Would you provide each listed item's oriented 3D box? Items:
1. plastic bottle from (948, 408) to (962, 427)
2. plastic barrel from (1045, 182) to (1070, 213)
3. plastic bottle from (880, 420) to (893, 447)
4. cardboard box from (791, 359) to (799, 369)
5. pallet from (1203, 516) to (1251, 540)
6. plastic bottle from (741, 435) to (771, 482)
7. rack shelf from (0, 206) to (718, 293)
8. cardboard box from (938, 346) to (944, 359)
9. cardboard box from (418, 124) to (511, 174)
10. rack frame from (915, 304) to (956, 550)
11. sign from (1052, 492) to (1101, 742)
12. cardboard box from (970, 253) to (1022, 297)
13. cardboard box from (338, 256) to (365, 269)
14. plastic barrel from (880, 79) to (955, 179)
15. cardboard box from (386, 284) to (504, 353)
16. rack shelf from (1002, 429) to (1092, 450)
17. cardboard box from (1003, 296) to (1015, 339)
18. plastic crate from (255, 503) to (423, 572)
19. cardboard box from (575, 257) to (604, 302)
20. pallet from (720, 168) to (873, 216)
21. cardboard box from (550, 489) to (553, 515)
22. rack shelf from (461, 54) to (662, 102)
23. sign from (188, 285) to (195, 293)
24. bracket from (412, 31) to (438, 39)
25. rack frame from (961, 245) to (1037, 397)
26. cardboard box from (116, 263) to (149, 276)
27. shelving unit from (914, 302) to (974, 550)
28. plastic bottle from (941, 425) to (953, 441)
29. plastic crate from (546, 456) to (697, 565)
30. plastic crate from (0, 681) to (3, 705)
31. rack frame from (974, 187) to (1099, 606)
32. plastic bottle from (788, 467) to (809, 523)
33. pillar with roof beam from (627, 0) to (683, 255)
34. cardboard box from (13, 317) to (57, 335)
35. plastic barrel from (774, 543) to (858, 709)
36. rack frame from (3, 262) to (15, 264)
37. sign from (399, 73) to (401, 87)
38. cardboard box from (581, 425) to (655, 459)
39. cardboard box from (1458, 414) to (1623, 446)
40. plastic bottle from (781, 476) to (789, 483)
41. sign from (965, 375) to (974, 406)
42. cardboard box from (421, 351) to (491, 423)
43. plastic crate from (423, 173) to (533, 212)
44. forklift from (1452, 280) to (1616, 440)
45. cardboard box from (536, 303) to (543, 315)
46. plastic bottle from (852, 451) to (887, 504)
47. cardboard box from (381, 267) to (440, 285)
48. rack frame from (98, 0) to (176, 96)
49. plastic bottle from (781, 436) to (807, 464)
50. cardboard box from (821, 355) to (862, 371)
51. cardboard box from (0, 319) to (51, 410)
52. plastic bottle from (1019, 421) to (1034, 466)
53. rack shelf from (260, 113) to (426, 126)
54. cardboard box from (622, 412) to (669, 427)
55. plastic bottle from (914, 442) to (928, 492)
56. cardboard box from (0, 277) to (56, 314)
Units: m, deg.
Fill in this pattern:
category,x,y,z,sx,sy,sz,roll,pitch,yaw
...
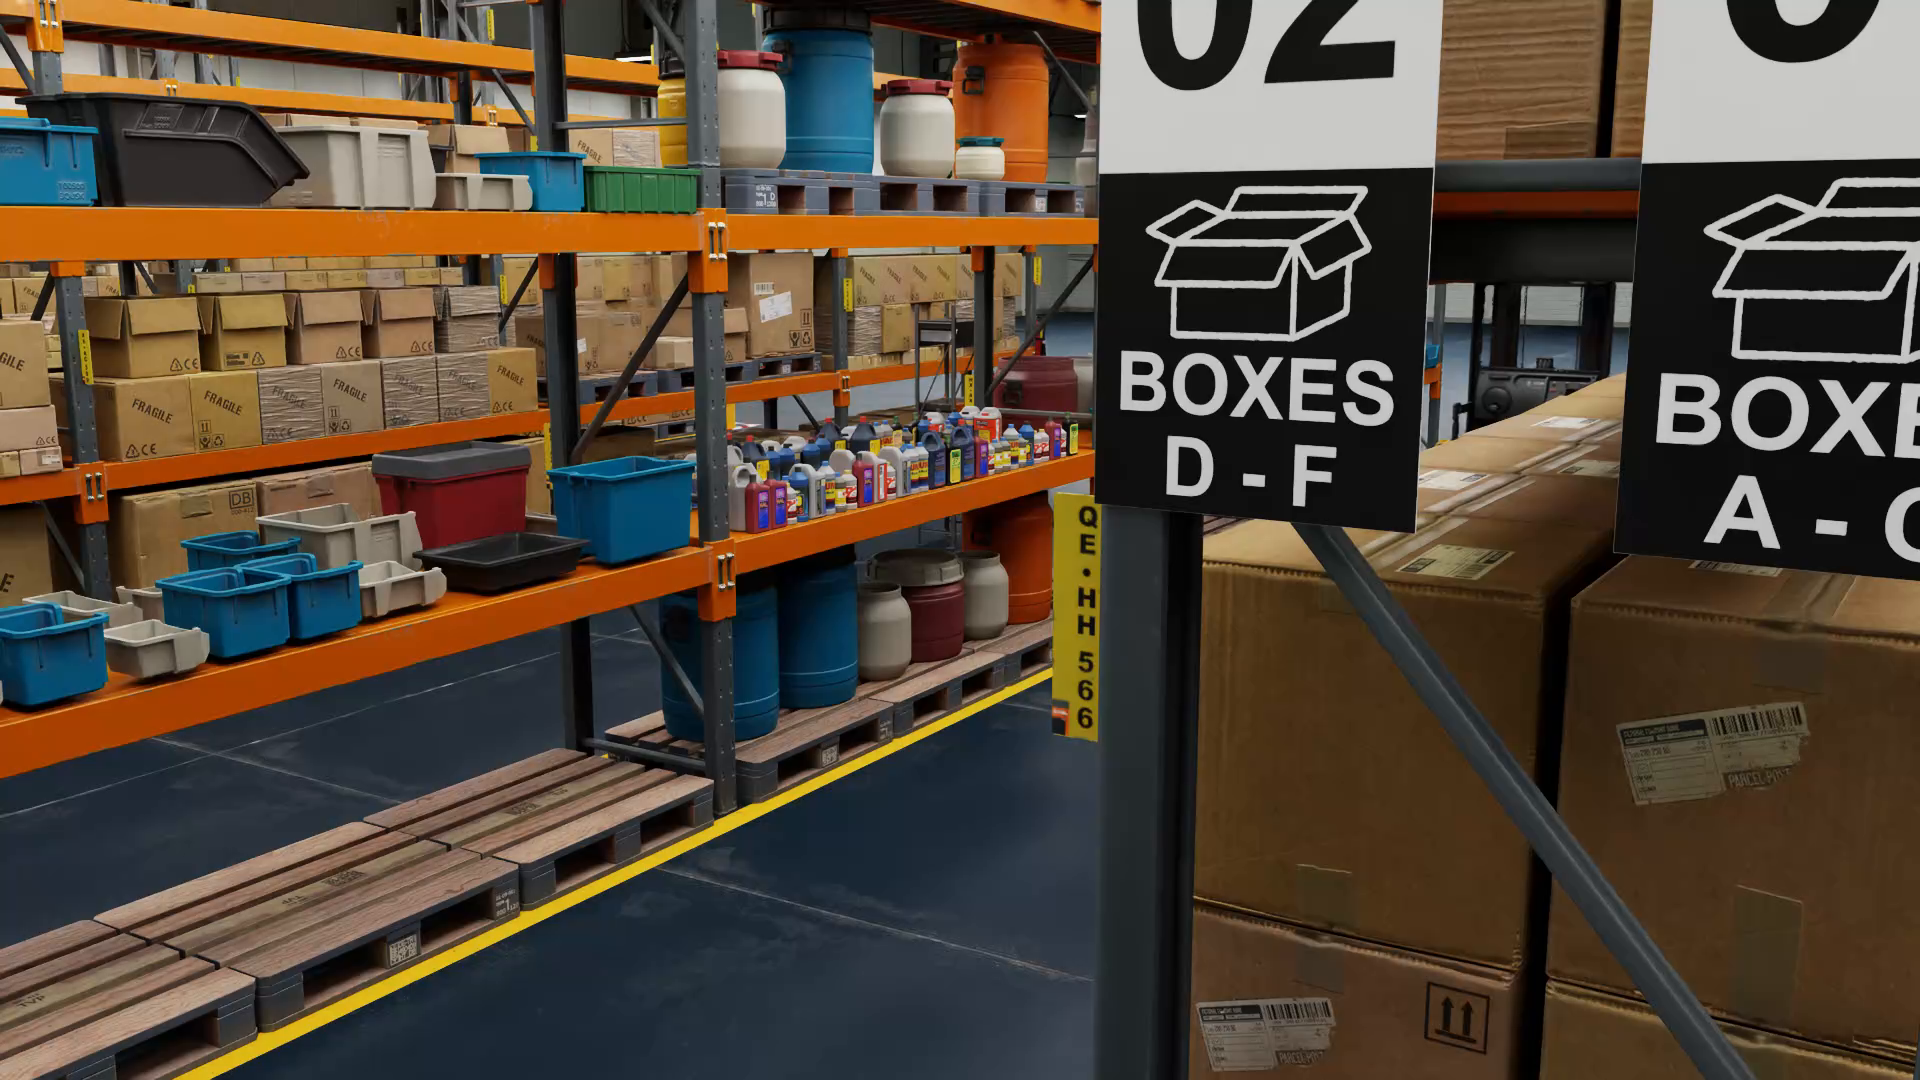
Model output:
category,x,y,z,sx,sy,sz,roll,pitch,yaw
plastic bottle,-0.033,-0.732,10.979,0.097,0.271,0.097,0,11,0
plastic barrel,0.636,-2.290,11.221,0.294,0.245,0.294,0,11,0
plastic bottle,-0.462,-0.602,10.284,0.097,0.271,0.097,0,11,0
cardboard box,-1.744,-1.889,17.491,0.380,0.149,0.250,6,12,31
pallet,2.254,0.020,14.186,1.003,0.211,1.213,6,12,31
plastic bottle,-1.108,-0.386,8.914,0.144,0.351,0.185,6,12,31
rack shelf,-2.563,-1.026,5.999,1.077,0.370,4.000,6,12,31
cardboard box,-0.377,-2.113,18.687,0.380,0.149,0.250,6,12,31
cardboard box,-3.936,-2.950,12.903,0.797,0.503,0.637,7,13,34
rack frame,-0.213,-0.968,14.331,0.400,2.100,0.015,6,12,31
sign,0.166,0.103,2.162,0.100,0.325,0.005,6,12,31
cardboard box,0.398,-3.156,19.780,0.500,0.500,0.500,6,12,31
cardboard box,-8.900,-3.878,23.635,0.700,0.500,0.500,6,12,30
plastic barrel,-0.240,-2.303,9.356,0.433,0.535,0.433,0,11,0
cardboard box,-4.075,-1.750,13.069,0.797,0.503,0.637,7,13,33
rack shelf,1.590,-0.809,12.995,1.077,0.370,4.000,6,12,31
cardboard box,0.163,-2.691,20.013,0.875,0.500,0.500,6,12,31
plastic crate,-2.475,0.032,6.705,0.437,0.282,0.530,6,12,31
cardboard box,-4.986,-3.269,20.837,0.875,0.550,0.550,6,12,31
pallet,-1.201,-1.734,8.338,1.213,0.211,1.003,6,12,31
cardboard box,-3.350,-0.416,14.539,0.700,0.500,0.500,6,12,28
rack shelf,-2.643,-4.035,15.008,1.077,0.370,4.000,6,12,31
sign,-7.399,-2.291,16.024,0.100,0.325,0.005,6,12,31
bracket,-10.171,-9.539,31.587,0.235,0.232,0.430,6,12,31
rack frame,0.472,-2.580,20.497,1.000,3.000,0.127,6,12,31
cardboard box,-10.468,-3.414,20.970,0.380,0.149,0.250,6,12,29
shelving unit,-0.086,-1.006,14.536,0.431,2.100,0.503,6,12,31
plastic bottle,-0.073,-0.632,10.632,0.097,0.201,0.097,0,11,0
plastic crate,-1.476,-0.135,7.318,0.392,0.384,0.575,6,12,31
plastic crate,-2.955,0.460,4.814,0.250,0.136,0.298,6,12,31
rack frame,0.552,-0.848,11.249,1.000,3.000,0.127,6,12,31
plastic bottle,-0.806,-0.229,8.291,0.097,0.271,0.097,0,11,0
pillar with roof beam,-3.464,-8.402,35.291,9.100,9.000,0.548,6,12,31
cardboard box,-8.264,-1.906,14.821,0.380,0.149,0.250,6,12,31
plastic barrel,-0.860,0.410,9.086,0.600,0.901,0.708,6,12,31
rack frame,-14.318,-3.371,24.724,1.000,3.000,0.127,6,12,31
sign,-8.461,-7.025,25.186,0.100,0.325,0.005,6,12,31
cardboard box,-3.092,-0.870,14.926,0.500,0.250,0.500,8,13,37
cardboard box,1.420,0.004,3.705,0.500,0.500,0.500,7,13,32
plastic bottle,-0.885,-0.225,8.457,0.097,0.201,0.097,0,11,0
sign,0.078,-0.980,11.509,0.100,0.325,0.005,6,12,31
cardboard box,-3.989,-1.192,12.810,0.500,0.500,0.500,6,12,30
plastic crate,-1.860,-1.328,6.374,0.293,0.136,0.466,6,12,31
forklift,4.548,-1.195,13.285,1.130,2.935,3.031,7,13,32
cardboard box,-5.344,-2.662,20.529,0.875,0.550,0.550,6,12,31
plastic bottle,-0.478,-0.340,8.872,0.152,0.276,0.135,6,12,31
cardboard box,-6.309,-2.821,18.798,0.700,0.500,0.500,6,12,30
rack frame,-7.868,-4.760,15.841,1.000,3.000,0.127,6,12,31
plastic bottle,-0.955,-0.446,9.435,0.152,0.276,0.135,6,12,31
cardboard box,-1.236,-1.832,17.187,0.380,0.149,0.250,6,12,31
cardboard box,-5.768,-1.036,9.811,0.500,0.500,0.500,7,13,32
plastic bottle,0.410,-0.597,10.258,0.097,0.271,0.097,0,11,0
rack shelf,-9.036,-5.806,23.389,1.077,0.370,4.000,6,12,31
cardboard box,-4.465,-1.980,21.926,0.875,0.875,0.875,6,12,30
plastic bottle,-0.224,-0.406,9.233,0.097,0.271,0.097,0,11,0
cardboard box,-11.185,-2.886,19.909,0.500,0.500,0.500,7,12,32
